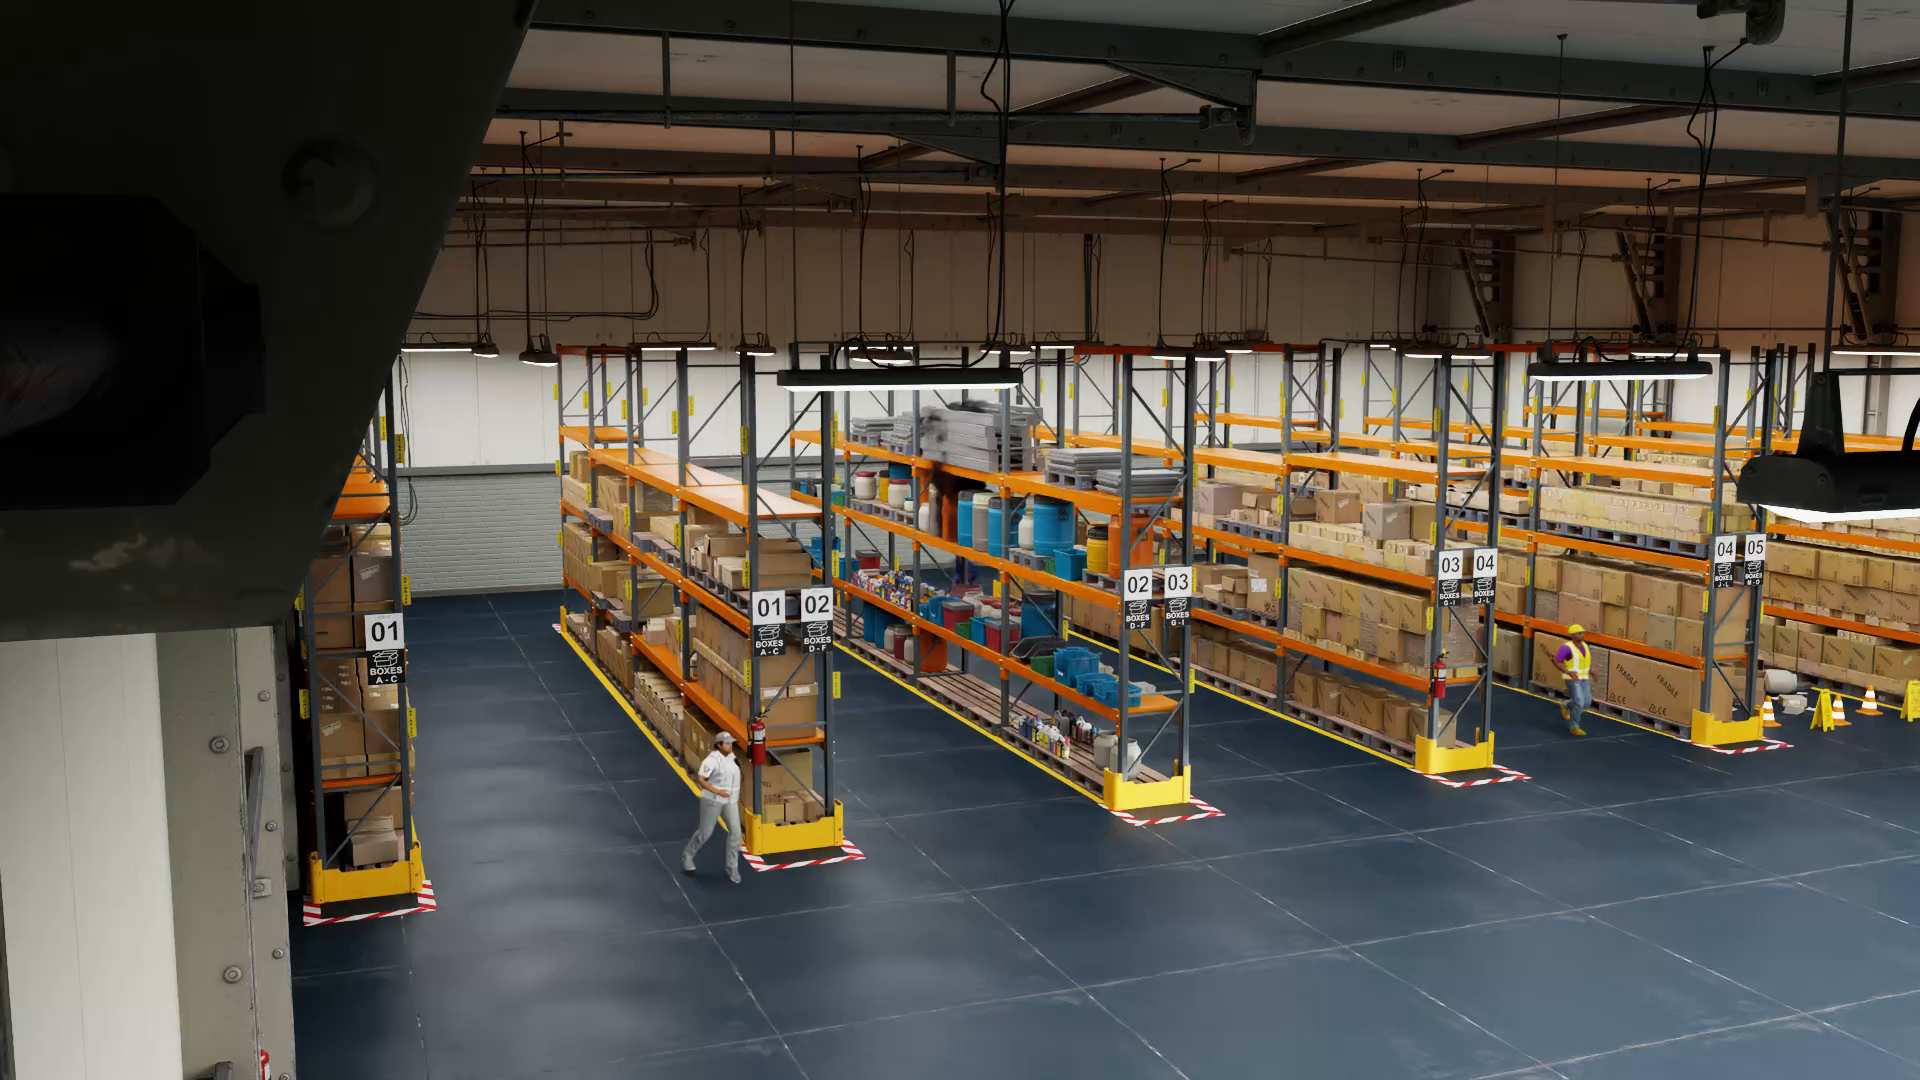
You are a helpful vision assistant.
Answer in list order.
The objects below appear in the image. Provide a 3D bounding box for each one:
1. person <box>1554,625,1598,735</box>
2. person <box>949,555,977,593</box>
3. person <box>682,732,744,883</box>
[{"bbox_3d":[9.631,2.175,26.129,0.702,1.723,0.591,-4,8,-28],"label":"person"},{"bbox_3d":[0.095,0.533,39.396,0.686,1.667,0.580,-2,8,-15],"label":"person"},{"bbox_3d":[-2.785,3.073,19.361,0.845,1.686,0.696,7,10,42],"label":"person"}]
